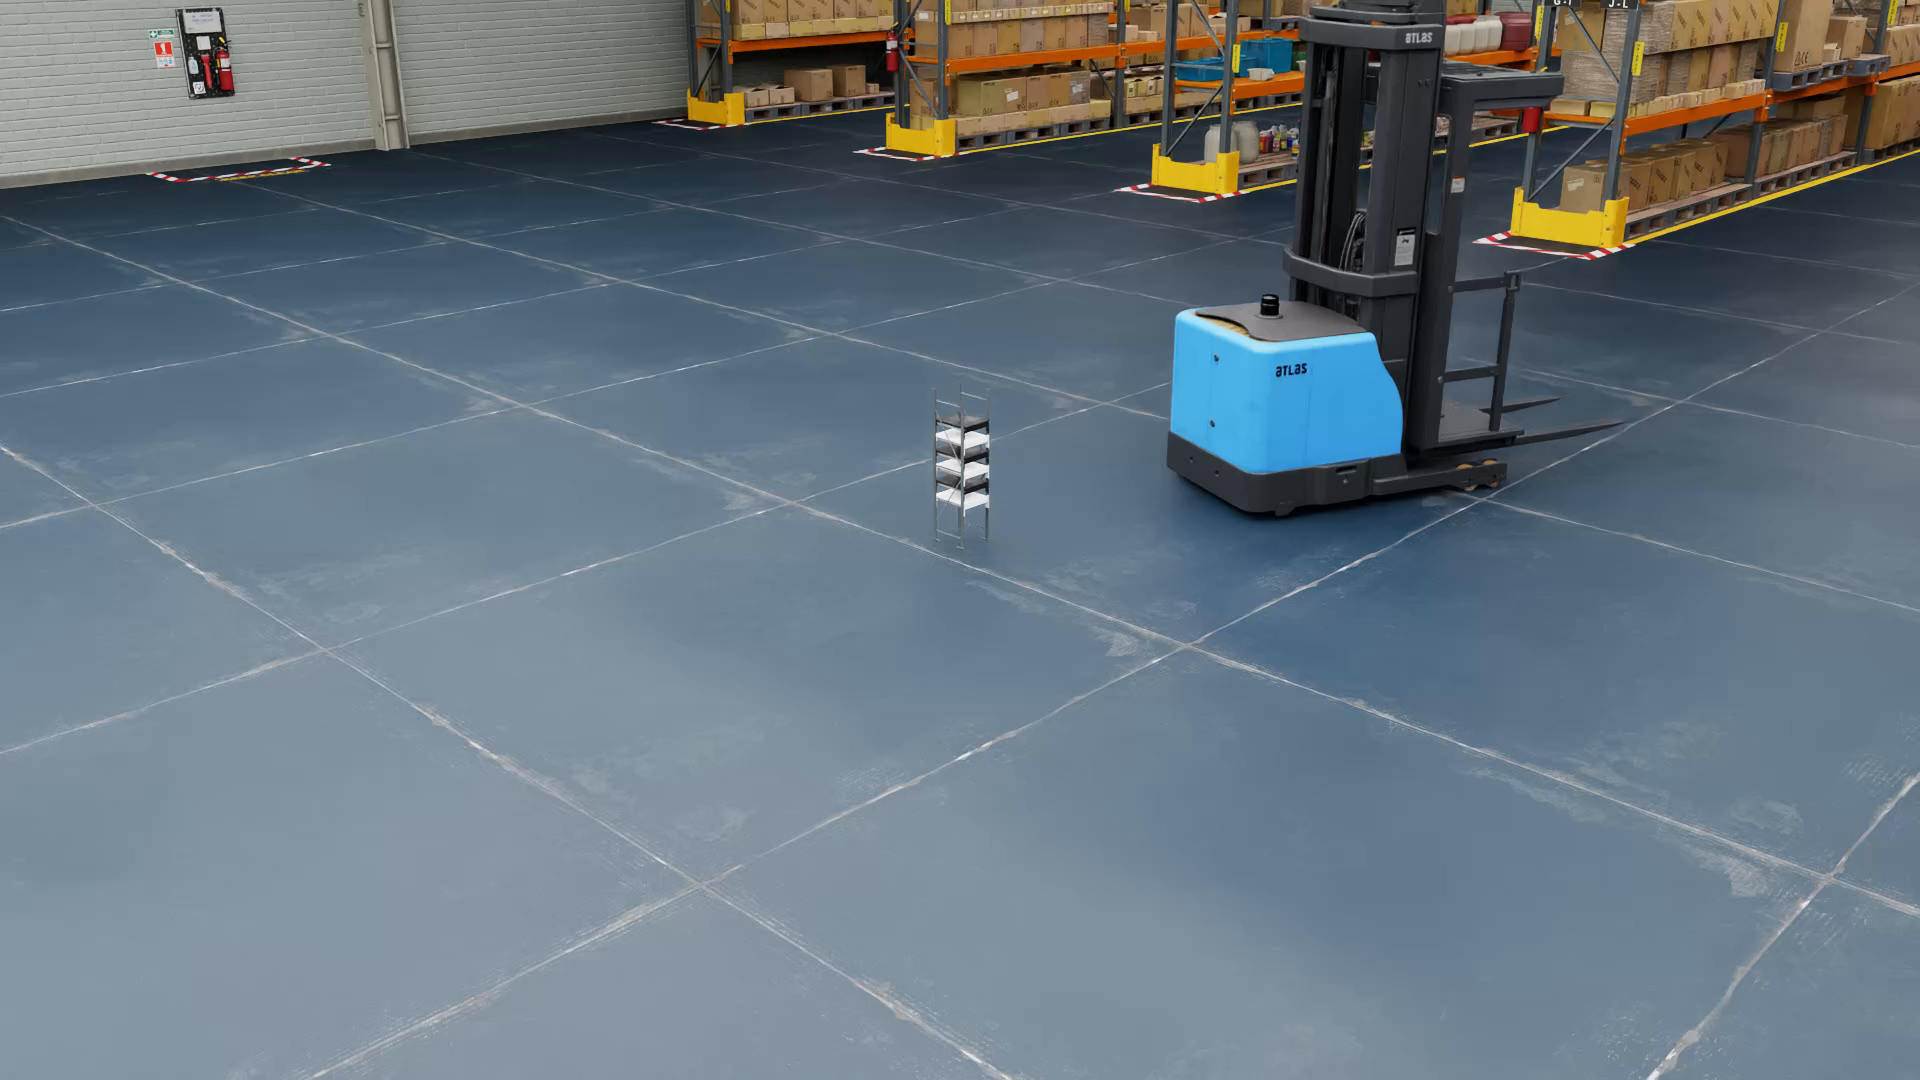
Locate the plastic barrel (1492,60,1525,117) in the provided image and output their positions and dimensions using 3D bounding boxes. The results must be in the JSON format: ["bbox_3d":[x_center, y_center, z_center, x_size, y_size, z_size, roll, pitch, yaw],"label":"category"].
[{"bbox_3d":[8.890,-7.259,26.720,0.600,0.830,0.708,19,28,41],"label":"plastic barrel"}]

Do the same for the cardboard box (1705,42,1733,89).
[{"bbox_3d":[8.310,-5.490,19.124,0.875,0.500,0.500,19,28,41],"label":"cardboard box"}]

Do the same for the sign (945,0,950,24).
[{"bbox_3d":[-0.173,-7.431,23.411,0.100,0.325,0.005,19,28,41],"label":"sign"}]

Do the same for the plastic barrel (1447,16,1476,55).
[{"bbox_3d":[7.409,-7.472,24.645,0.433,0.535,0.433,0,21,0],"label":"plastic barrel"}]

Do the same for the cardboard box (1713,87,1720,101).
[{"bbox_3d":[8.472,-5.124,19.074,0.380,0.149,0.250,19,28,41],"label":"cardboard box"}]

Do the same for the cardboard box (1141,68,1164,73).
[{"bbox_3d":[3.363,-7.900,28.414,0.500,0.311,0.500,19,28,40],"label":"cardboard box"}]

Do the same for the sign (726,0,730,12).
[{"bbox_3d":[-3.729,-8.638,26.660,0.100,0.325,0.005,19,28,41],"label":"sign"}]

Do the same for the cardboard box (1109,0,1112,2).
[{"bbox_3d":[2.704,-10.941,33.278,0.500,0.500,0.500,19,28,40],"label":"cardboard box"}]

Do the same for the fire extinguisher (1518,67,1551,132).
[{"bbox_3d":[6.119,-4.700,17.730,0.296,0.674,0.183,19,28,41],"label":"fire extinguisher"}]

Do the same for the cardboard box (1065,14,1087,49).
[{"bbox_3d":[1.556,-7.953,25.945,0.700,0.500,0.500,19,28,40],"label":"cardboard box"}]

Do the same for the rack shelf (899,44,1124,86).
[{"bbox_3d":[0.829,-7.309,25.412,1.077,0.370,4.000,19,28,41],"label":"rack shelf"}]

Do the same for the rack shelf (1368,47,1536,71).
[{"bbox_3d":[7.166,-7.096,24.859,1.077,0.370,4.000,19,28,41],"label":"rack shelf"}]

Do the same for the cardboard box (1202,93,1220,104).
[{"bbox_3d":[4.112,-7.641,28.522,0.500,0.250,0.500,-19,28,-41],"label":"cardboard box"}]

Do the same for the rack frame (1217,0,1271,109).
[{"bbox_3d":[5.015,-9.187,29.296,1.000,3.000,0.127,19,28,41],"label":"rack frame"}]

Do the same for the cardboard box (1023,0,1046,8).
[{"bbox_3d":[0.869,-8.308,25.062,0.700,0.500,0.500,19,28,41],"label":"cardboard box"}]

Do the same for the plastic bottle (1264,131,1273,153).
[{"bbox_3d":[4.219,-5.441,22.722,0.061,0.283,0.133,19,28,41],"label":"plastic bottle"}]

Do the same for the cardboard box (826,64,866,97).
[{"bbox_3d":[-2.023,-8.159,29.493,0.500,0.500,0.500,17,27,37],"label":"cardboard box"}]

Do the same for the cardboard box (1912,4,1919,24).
[{"bbox_3d":[13.551,-7.746,24.010,0.637,0.503,0.797,-19,28,-40],"label":"cardboard box"}]

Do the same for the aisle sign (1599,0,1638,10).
[{"bbox_3d":[6.701,-5.773,16.789,0.394,0.787,0.004,19,28,41],"label":"aisle sign"}]

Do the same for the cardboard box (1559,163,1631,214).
[{"bbox_3d":[6.976,-3.836,18.272,0.500,0.500,0.500,-14,25,-32],"label":"cardboard box"}]

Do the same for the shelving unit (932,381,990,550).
[{"bbox_3d":[0.006,-0.422,9.419,0.258,0.900,0.210,19,28,41],"label":"shelving unit"}]

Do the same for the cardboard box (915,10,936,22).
[{"bbox_3d":[-0.436,-7.626,24.191,0.380,0.149,0.250,19,28,40],"label":"cardboard box"}]

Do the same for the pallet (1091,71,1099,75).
[{"bbox_3d":[2.067,-9.308,33.497,1.003,0.211,1.213,19,28,41],"label":"pallet"}]

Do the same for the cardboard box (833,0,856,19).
[{"bbox_3d":[-2.139,-9.232,28.548,0.500,0.500,0.500,18,28,39],"label":"cardboard box"}]

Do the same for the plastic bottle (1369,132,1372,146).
[{"bbox_3d":[5.741,-5.646,23.370,0.097,0.201,0.097,0,21,0],"label":"plastic bottle"}]

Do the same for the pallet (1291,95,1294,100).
[{"bbox_3d":[6.413,-8.380,31.083,1.003,0.211,1.213,19,28,41],"label":"pallet"}]

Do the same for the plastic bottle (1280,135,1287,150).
[{"bbox_3d":[4.469,-5.489,22.962,0.097,0.201,0.097,0,21,0],"label":"plastic bottle"}]

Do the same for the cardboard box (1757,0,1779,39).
[{"bbox_3d":[9.202,-6.146,19.437,0.500,0.500,0.500,19,28,41],"label":"cardboard box"}]

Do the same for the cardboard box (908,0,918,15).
[{"bbox_3d":[-0.948,-9.772,30.065,0.700,0.500,0.500,19,28,41],"label":"cardboard box"}]

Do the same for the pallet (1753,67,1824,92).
[{"bbox_3d":[9.957,-5.749,20.618,1.003,0.211,1.213,19,28,41],"label":"pallet"}]

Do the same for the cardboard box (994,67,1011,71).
[{"bbox_3d":[0.555,-9.163,32.104,0.700,0.500,0.500,19,28,41],"label":"cardboard box"}]

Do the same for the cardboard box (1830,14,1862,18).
[{"bbox_3d":[11.762,-6.801,22.362,0.500,0.500,0.500,15,26,34],"label":"cardboard box"}]

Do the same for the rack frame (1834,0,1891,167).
[{"bbox_3d":[12.110,-6.707,22.843,1.000,3.000,0.127,19,28,41],"label":"rack frame"}]

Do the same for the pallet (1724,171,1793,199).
[{"bbox_3d":[9.861,-4.577,21.190,1.003,0.211,1.213,19,28,41],"label":"pallet"}]

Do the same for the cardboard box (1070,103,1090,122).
[{"bbox_3d":[1.701,-6.771,26.258,0.500,0.250,0.500,19,28,41],"label":"cardboard box"}]

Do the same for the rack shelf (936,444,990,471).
[{"bbox_3d":[0.006,-0.475,9.398,0.258,0.077,0.200,19,28,41],"label":"rack shelf"}]

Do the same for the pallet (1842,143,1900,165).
[{"bbox_3d":[12.714,-5.589,23.821,1.003,0.211,1.213,19,28,41],"label":"pallet"}]

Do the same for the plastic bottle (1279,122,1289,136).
[{"bbox_3d":[4.482,-5.626,23.109,0.144,0.351,0.185,19,28,40],"label":"plastic bottle"}]

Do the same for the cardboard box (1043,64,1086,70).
[{"bbox_3d":[1.676,-7.381,26.798,0.500,0.500,0.500,19,28,41],"label":"cardboard box"}]

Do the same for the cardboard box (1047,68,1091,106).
[{"bbox_3d":[1.700,-7.122,26.125,0.500,0.500,0.500,19,28,41],"label":"cardboard box"}]

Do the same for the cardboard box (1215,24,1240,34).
[{"bbox_3d":[4.585,-8.769,28.559,0.380,0.149,0.250,19,28,41],"label":"cardboard box"}]

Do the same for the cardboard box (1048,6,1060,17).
[{"bbox_3d":[1.301,-8.059,25.317,0.250,0.149,0.380,-19,28,-41],"label":"cardboard box"}]

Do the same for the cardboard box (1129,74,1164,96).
[{"bbox_3d":[3.044,-7.504,27.384,0.500,0.311,0.500,19,28,40],"label":"cardboard box"}]

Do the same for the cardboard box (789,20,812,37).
[{"bbox_3d":[-2.839,-8.621,28.005,0.500,0.250,0.500,19,28,40],"label":"cardboard box"}]

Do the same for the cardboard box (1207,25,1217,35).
[{"bbox_3d":[4.165,-8.728,28.451,0.250,0.149,0.380,-18,27,-38],"label":"cardboard box"}]

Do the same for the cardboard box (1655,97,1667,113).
[{"bbox_3d":[7.431,-4.736,18.066,0.380,0.149,0.250,19,28,41],"label":"cardboard box"}]

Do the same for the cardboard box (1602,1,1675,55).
[{"bbox_3d":[7.108,-5.376,17.432,0.500,0.500,0.500,19,28,41],"label":"cardboard box"}]

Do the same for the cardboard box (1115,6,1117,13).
[{"bbox_3d":[3.109,-10.807,33.834,0.250,0.149,0.380,-19,28,-40],"label":"cardboard box"}]

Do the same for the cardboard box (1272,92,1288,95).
[{"bbox_3d":[5.537,-8.271,29.784,0.500,0.500,0.500,-19,28,-40],"label":"cardboard box"}]

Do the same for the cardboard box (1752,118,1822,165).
[{"bbox_3d":[10.888,-5.275,21.988,0.500,0.500,0.700,-17,27,-38],"label":"cardboard box"}]

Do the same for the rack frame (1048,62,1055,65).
[{"bbox_3d":[1.463,-10.426,32.519,1.000,3.000,0.127,19,28,41],"label":"rack frame"}]

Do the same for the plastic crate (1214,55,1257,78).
[{"bbox_3d":[3.572,-6.190,21.704,0.499,0.251,0.408,19,28,41],"label":"plastic crate"}]

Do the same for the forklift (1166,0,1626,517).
[{"bbox_3d":[2.881,-1.837,10.270,3.031,2.935,1.130,-9,23,-22],"label":"forklift"}]

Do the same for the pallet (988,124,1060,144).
[{"bbox_3d":[0.788,-6.348,25.797,1.003,0.211,1.213,19,28,41],"label":"pallet"}]

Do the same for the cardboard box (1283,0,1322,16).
[{"bbox_3d":[6.148,-9.807,30.184,0.500,0.500,0.700,-14,25,-32],"label":"cardboard box"}]

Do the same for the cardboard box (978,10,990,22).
[{"bbox_3d":[0.219,-7.659,24.278,0.380,0.149,0.250,19,28,41],"label":"cardboard box"}]

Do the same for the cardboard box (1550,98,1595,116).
[{"bbox_3d":[6.580,-4.658,17.863,0.380,0.149,0.250,19,28,41],"label":"cardboard box"}]
